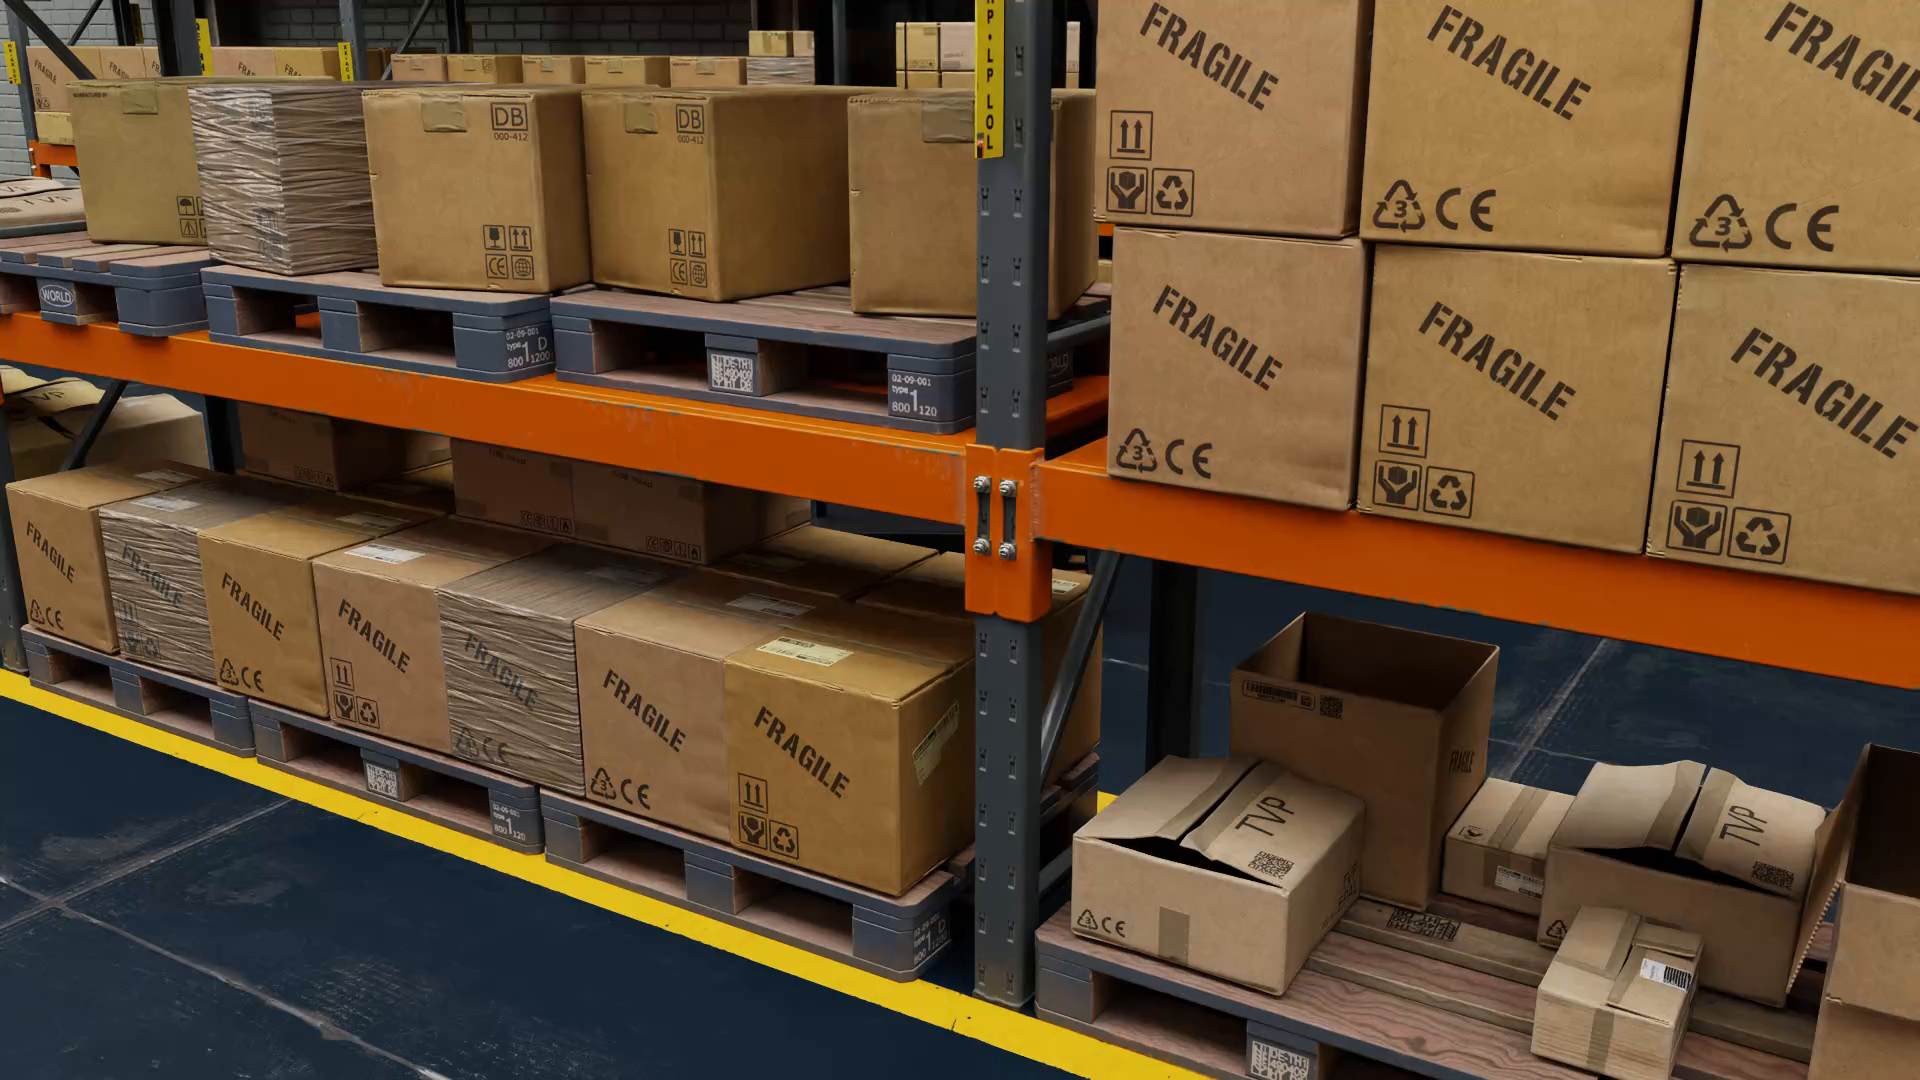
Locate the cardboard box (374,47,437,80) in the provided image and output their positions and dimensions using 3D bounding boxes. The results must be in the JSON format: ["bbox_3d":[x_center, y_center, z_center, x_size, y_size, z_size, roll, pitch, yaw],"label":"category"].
[{"bbox_3d":[-4.175,-3.348,12.176,0.500,0.500,0.500,10,19,29],"label":"cardboard box"}]

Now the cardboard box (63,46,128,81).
[{"bbox_3d":[-6.627,-3.609,13.034,0.500,0.500,0.500,10,20,30],"label":"cardboard box"}]

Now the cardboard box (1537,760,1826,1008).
[{"bbox_3d":[1.617,0.722,3.711,0.500,0.311,0.500,10,20,30],"label":"cardboard box"}]

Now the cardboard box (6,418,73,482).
[{"bbox_3d":[-3.640,-0.265,6.136,0.500,0.311,0.500,11,20,31],"label":"cardboard box"}]

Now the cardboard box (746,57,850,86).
[{"bbox_3d":[-0.881,-2.647,10.007,0.500,0.500,0.700,8,18,24],"label":"cardboard box"}]

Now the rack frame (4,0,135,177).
[{"bbox_3d":[-7.292,-3.537,13.864,0.127,3.000,1.000,10,20,30],"label":"rack frame"}]

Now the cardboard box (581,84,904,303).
[{"bbox_3d":[-0.562,-0.949,4.451,0.500,0.500,0.700,14,22,39],"label":"cardboard box"}]

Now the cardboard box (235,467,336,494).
[{"bbox_3d":[-2.145,-0.023,5.840,0.500,0.500,0.500,11,20,32],"label":"cardboard box"}]

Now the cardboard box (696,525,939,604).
[{"bbox_3d":[-0.401,0.289,4.812,0.500,0.500,0.500,10,20,31],"label":"cardboard box"}]

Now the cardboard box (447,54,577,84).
[{"bbox_3d":[-2.995,-3.014,11.214,0.500,0.500,0.700,13,21,36],"label":"cardboard box"}]

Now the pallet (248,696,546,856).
[{"bbox_3d":[-1.413,0.550,5.206,1.213,0.211,1.003,10,20,30],"label":"pallet"}]

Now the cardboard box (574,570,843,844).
[{"bbox_3d":[-0.643,0.420,4.381,0.500,0.500,0.500,10,20,30],"label":"cardboard box"}]

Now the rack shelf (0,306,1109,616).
[{"bbox_3d":[-1.360,-0.444,4.920,4.000,0.370,1.077,10,20,30],"label":"rack shelf"}]

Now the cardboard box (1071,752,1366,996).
[{"bbox_3d":[0.589,0.709,3.754,0.500,0.311,0.500,10,20,30],"label":"cardboard box"}]

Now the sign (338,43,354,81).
[{"bbox_3d":[-4.161,-3.207,11.289,0.005,0.325,0.100,10,20,30],"label":"sign"}]

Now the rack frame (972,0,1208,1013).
[{"bbox_3d":[0.344,-0.484,3.814,0.127,3.000,1.000,10,20,30],"label":"rack frame"}]

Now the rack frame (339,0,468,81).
[{"bbox_3d":[-3.884,-2.928,11.861,0.127,3.000,1.000,10,20,30],"label":"rack frame"}]

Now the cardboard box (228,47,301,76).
[{"bbox_3d":[-4.877,-3.295,12.001,0.500,0.500,0.500,10,20,30],"label":"cardboard box"}]

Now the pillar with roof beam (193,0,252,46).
[{"bbox_3d":[-8.496,-5.449,9.837,0.400,9.000,9.100,10,20,30],"label":"pillar with roof beam"}]

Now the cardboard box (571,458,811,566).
[{"bbox_3d":[-0.793,-0.143,4.946,0.500,0.250,0.500,10,20,30],"label":"cardboard box"}]

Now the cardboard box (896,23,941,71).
[{"bbox_3d":[-0.199,-2.741,9.236,0.500,0.250,0.500,11,20,31],"label":"cardboard box"}]

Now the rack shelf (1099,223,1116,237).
[{"bbox_3d":[1.229,-1.672,8.961,4.000,0.370,1.077,10,20,30],"label":"rack shelf"}]

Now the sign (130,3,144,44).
[{"bbox_3d":[-6.985,-4.377,14.092,0.005,0.325,0.100,10,20,30],"label":"sign"}]

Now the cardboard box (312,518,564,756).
[{"bbox_3d":[-1.505,0.267,4.886,0.500,0.500,0.500,9,19,28],"label":"cardboard box"}]

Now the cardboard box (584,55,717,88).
[{"bbox_3d":[-1.954,-2.831,10.612,0.500,0.500,0.700,10,20,30],"label":"cardboard box"}]

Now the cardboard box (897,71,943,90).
[{"bbox_3d":[-0.195,-2.382,9.345,0.500,0.500,0.500,11,20,32],"label":"cardboard box"}]

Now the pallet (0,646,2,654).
[{"bbox_3d":[-3.746,0.107,6.666,1.213,0.211,1.003,10,20,30],"label":"pallet"}]

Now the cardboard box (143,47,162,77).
[{"bbox_3d":[-5.744,-3.453,12.521,0.500,0.500,0.500,11,20,32],"label":"cardboard box"}]

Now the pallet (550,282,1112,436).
[{"bbox_3d":[-0.280,-0.541,4.331,1.213,0.211,1.003,10,20,30],"label":"pallet"}]

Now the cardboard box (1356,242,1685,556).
[{"bbox_3d":[1.074,-0.310,3.068,0.500,0.500,0.500,11,20,31],"label":"cardboard box"}]

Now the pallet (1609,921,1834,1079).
[{"bbox_3d":[1.972,1.140,3.265,1.213,0.211,1.003,10,20,30],"label":"pallet"}]

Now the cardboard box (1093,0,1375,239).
[{"bbox_3d":[0.598,-0.869,3.189,0.500,0.500,0.500,11,20,31],"label":"cardboard box"}]

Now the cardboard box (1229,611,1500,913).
[{"bbox_3d":[0.978,0.518,4.060,0.500,0.500,0.500,10,20,30],"label":"cardboard box"}]

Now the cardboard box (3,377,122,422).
[{"bbox_3d":[-3.809,-0.476,6.832,0.500,0.311,0.500,10,19,29],"label":"cardboard box"}]

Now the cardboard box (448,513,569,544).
[{"bbox_3d":[-1.253,0.134,5.322,0.500,0.500,0.500,9,19,28],"label":"cardboard box"}]

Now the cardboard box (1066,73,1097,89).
[{"bbox_3d":[0.669,-2.225,8.826,0.500,0.500,0.500,10,20,30],"label":"cardboard box"}]

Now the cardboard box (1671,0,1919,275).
[{"bbox_3d":[1.476,-0.712,2.673,0.500,0.500,0.500,9,19,28],"label":"cardboard box"}]

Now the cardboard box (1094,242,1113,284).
[{"bbox_3d":[0.826,-1.213,9.190,0.750,0.750,0.750,10,20,30],"label":"cardboard box"}]

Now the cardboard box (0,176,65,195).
[{"bbox_3d":[-3.725,-1.234,6.436,0.500,0.311,0.500,10,19,29],"label":"cardboard box"}]

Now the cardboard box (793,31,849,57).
[{"bbox_3d":[-0.785,-2.934,9.833,0.250,0.149,0.380,7,18,23],"label":"cardboard box"}]

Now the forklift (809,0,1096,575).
[{"bbox_3d":[-0.030,-1.221,6.359,1.130,2.935,3.031,1,17,3],"label":"forklift"}]

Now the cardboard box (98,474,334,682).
[{"bbox_3d":[-2.377,0.111,5.398,0.500,0.500,0.500,9,19,28],"label":"cardboard box"}]

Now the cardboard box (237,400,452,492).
[{"bbox_3d":[-2.094,-0.374,5.706,0.500,0.250,0.500,11,20,32],"label":"cardboard box"}]

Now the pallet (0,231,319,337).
[{"bbox_3d":[-2.450,-0.915,5.563,1.003,0.211,1.213,10,20,30],"label":"pallet"}]

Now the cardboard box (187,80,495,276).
[{"bbox_3d":[-1.789,-1.087,4.904,0.500,0.500,0.700,15,22,40],"label":"cardboard box"}]
